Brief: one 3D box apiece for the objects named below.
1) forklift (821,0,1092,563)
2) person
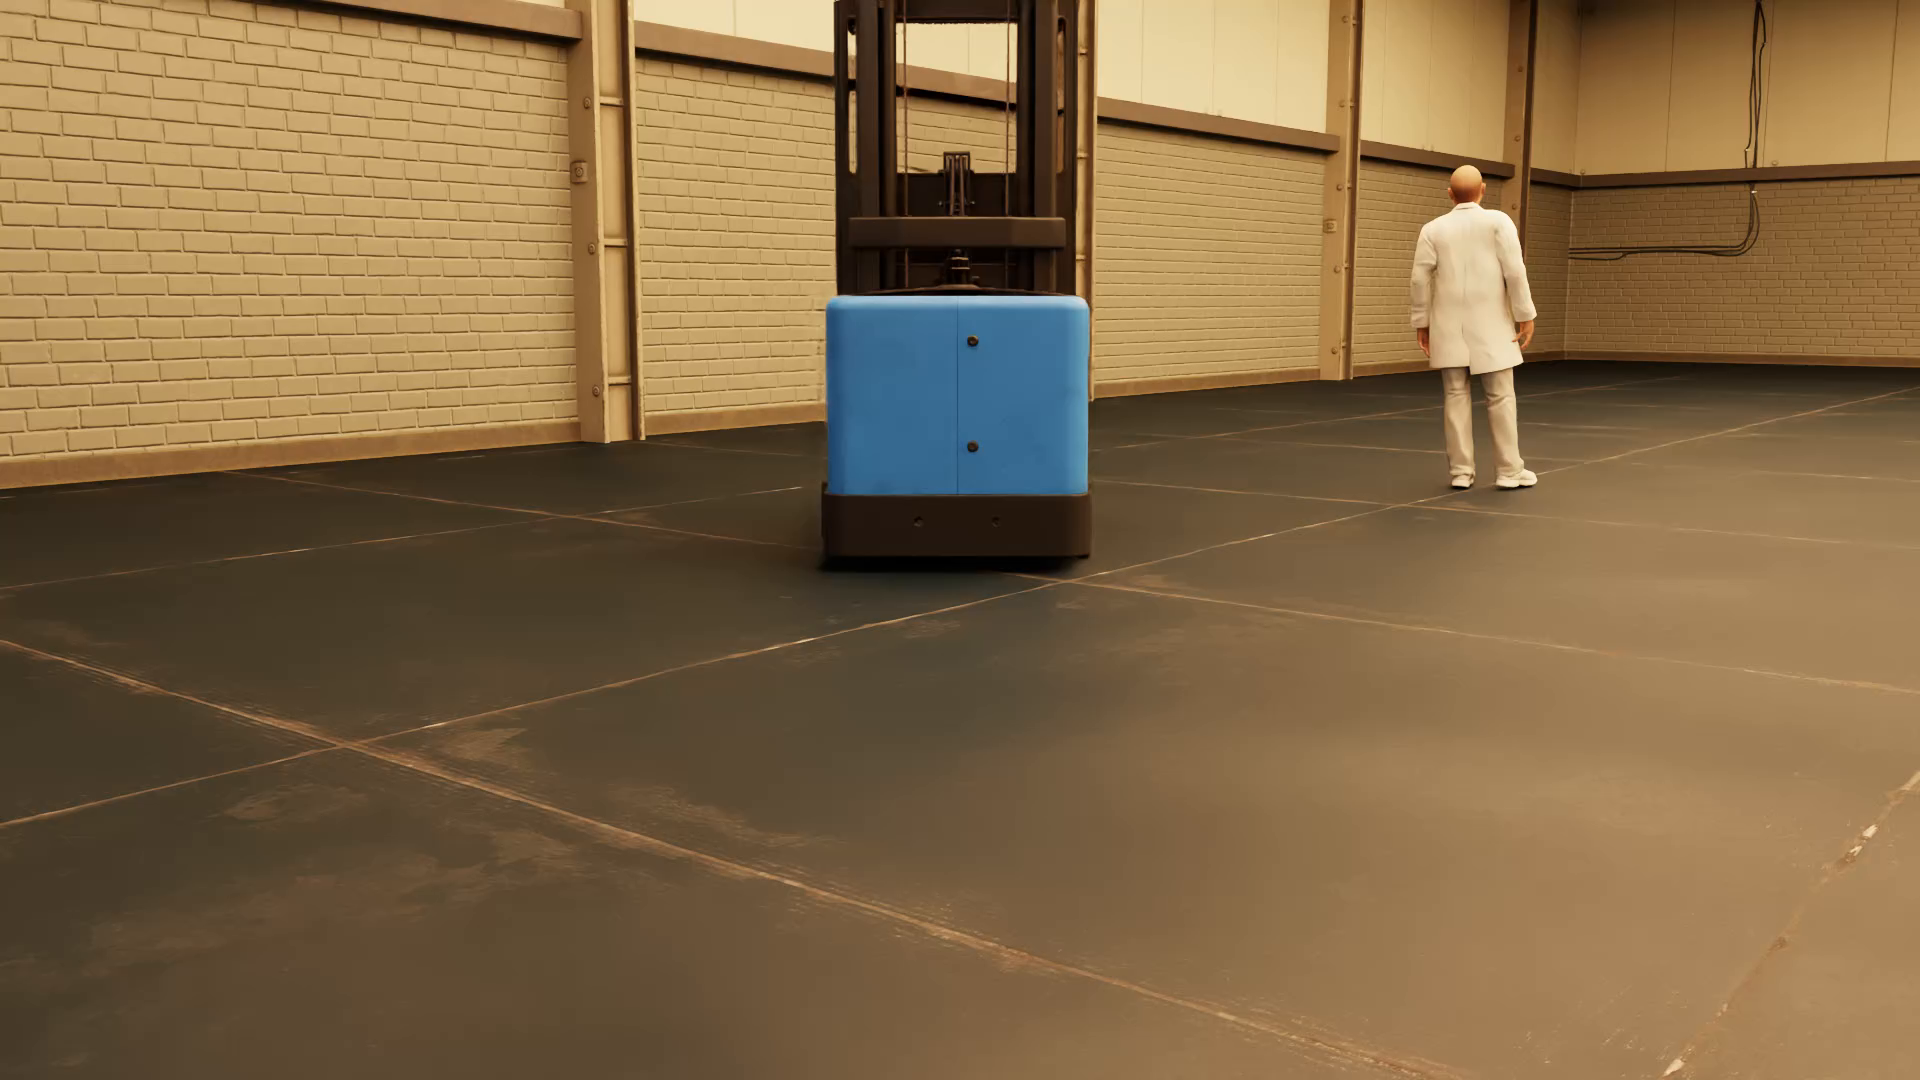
[{"bbox_3d":[-0.019,-1.534,7.766,1.130,2.935,3.031,0,8,0],"label":"forklift"},{"bbox_3d":[2.899,-1.190,9.350,0.694,1.776,0.581,5,10,32],"label":"person"}]
